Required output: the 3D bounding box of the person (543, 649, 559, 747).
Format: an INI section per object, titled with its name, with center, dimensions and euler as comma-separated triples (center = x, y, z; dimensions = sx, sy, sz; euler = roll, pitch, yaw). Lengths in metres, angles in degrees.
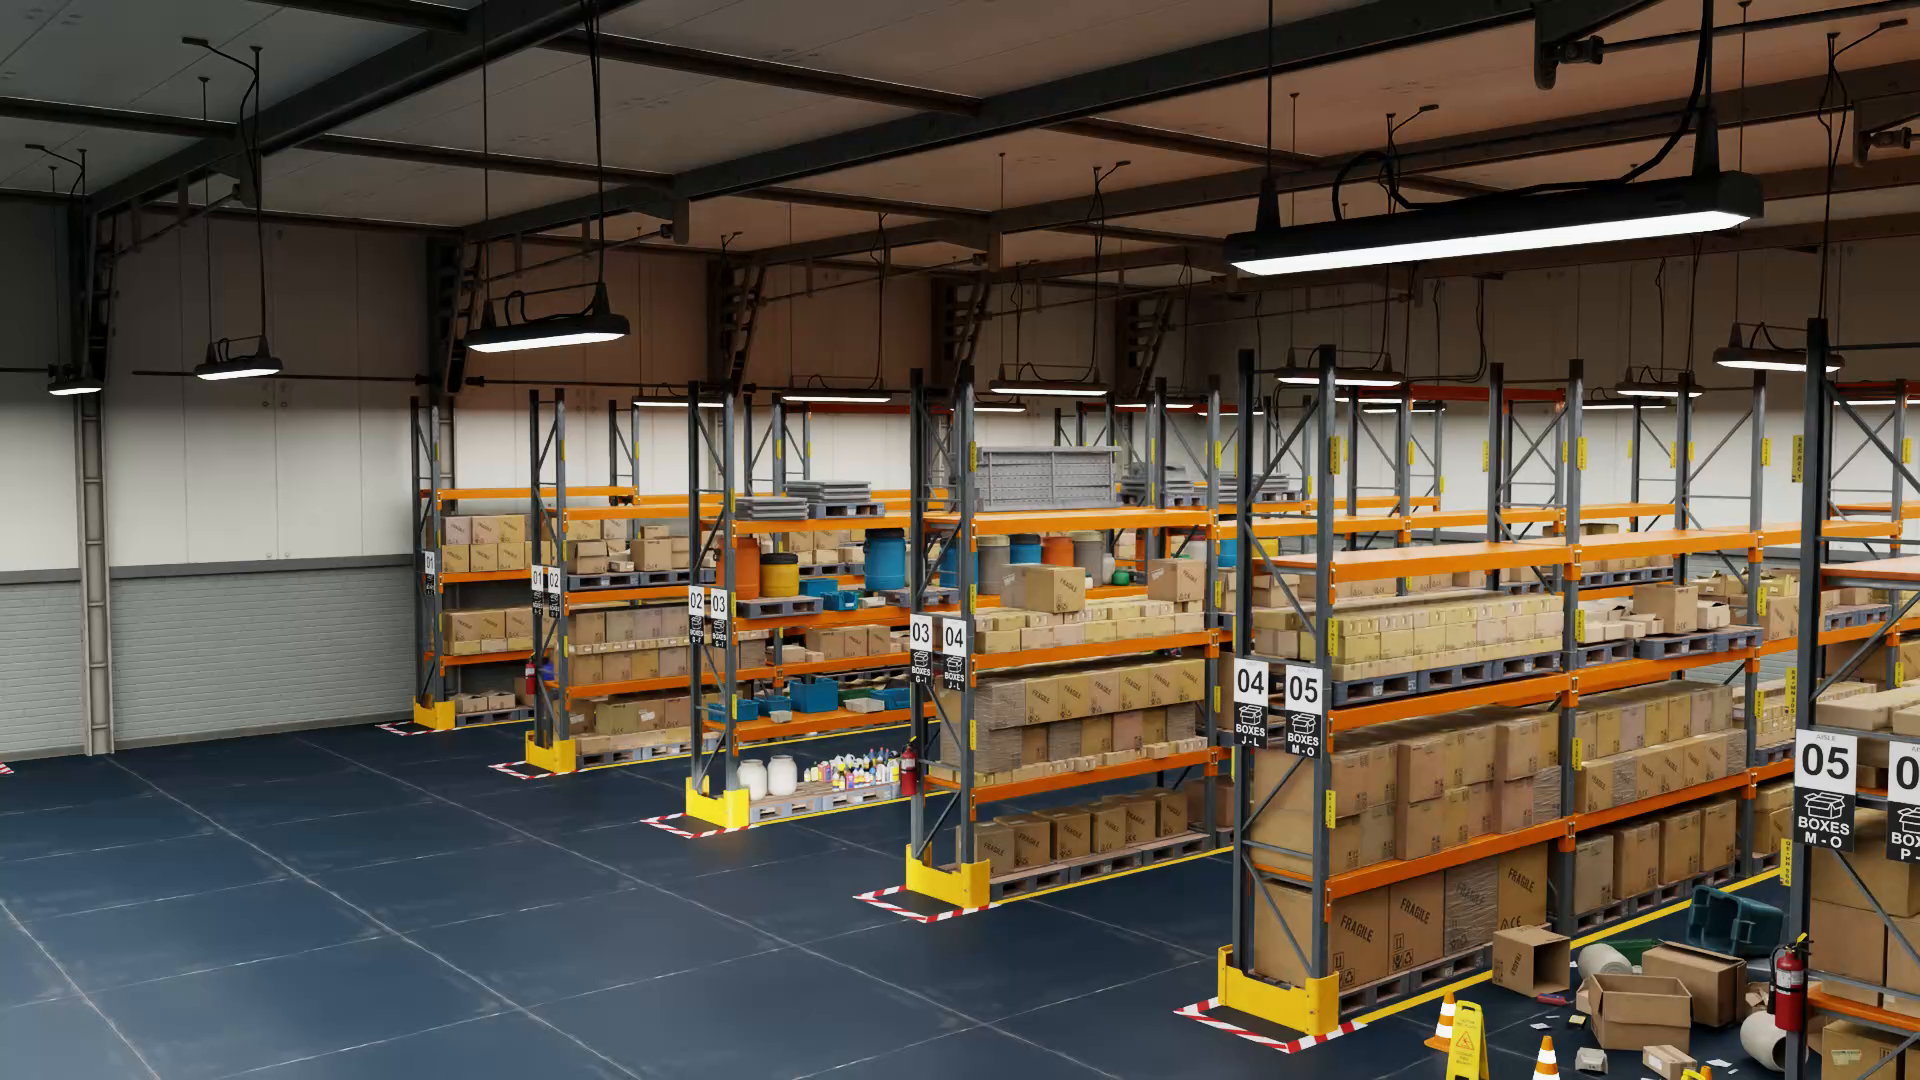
[person]
center = -6.870, 2.683, 28.168
dimensions = 0.469, 1.663, 0.407
euler = -3, 4, -37
